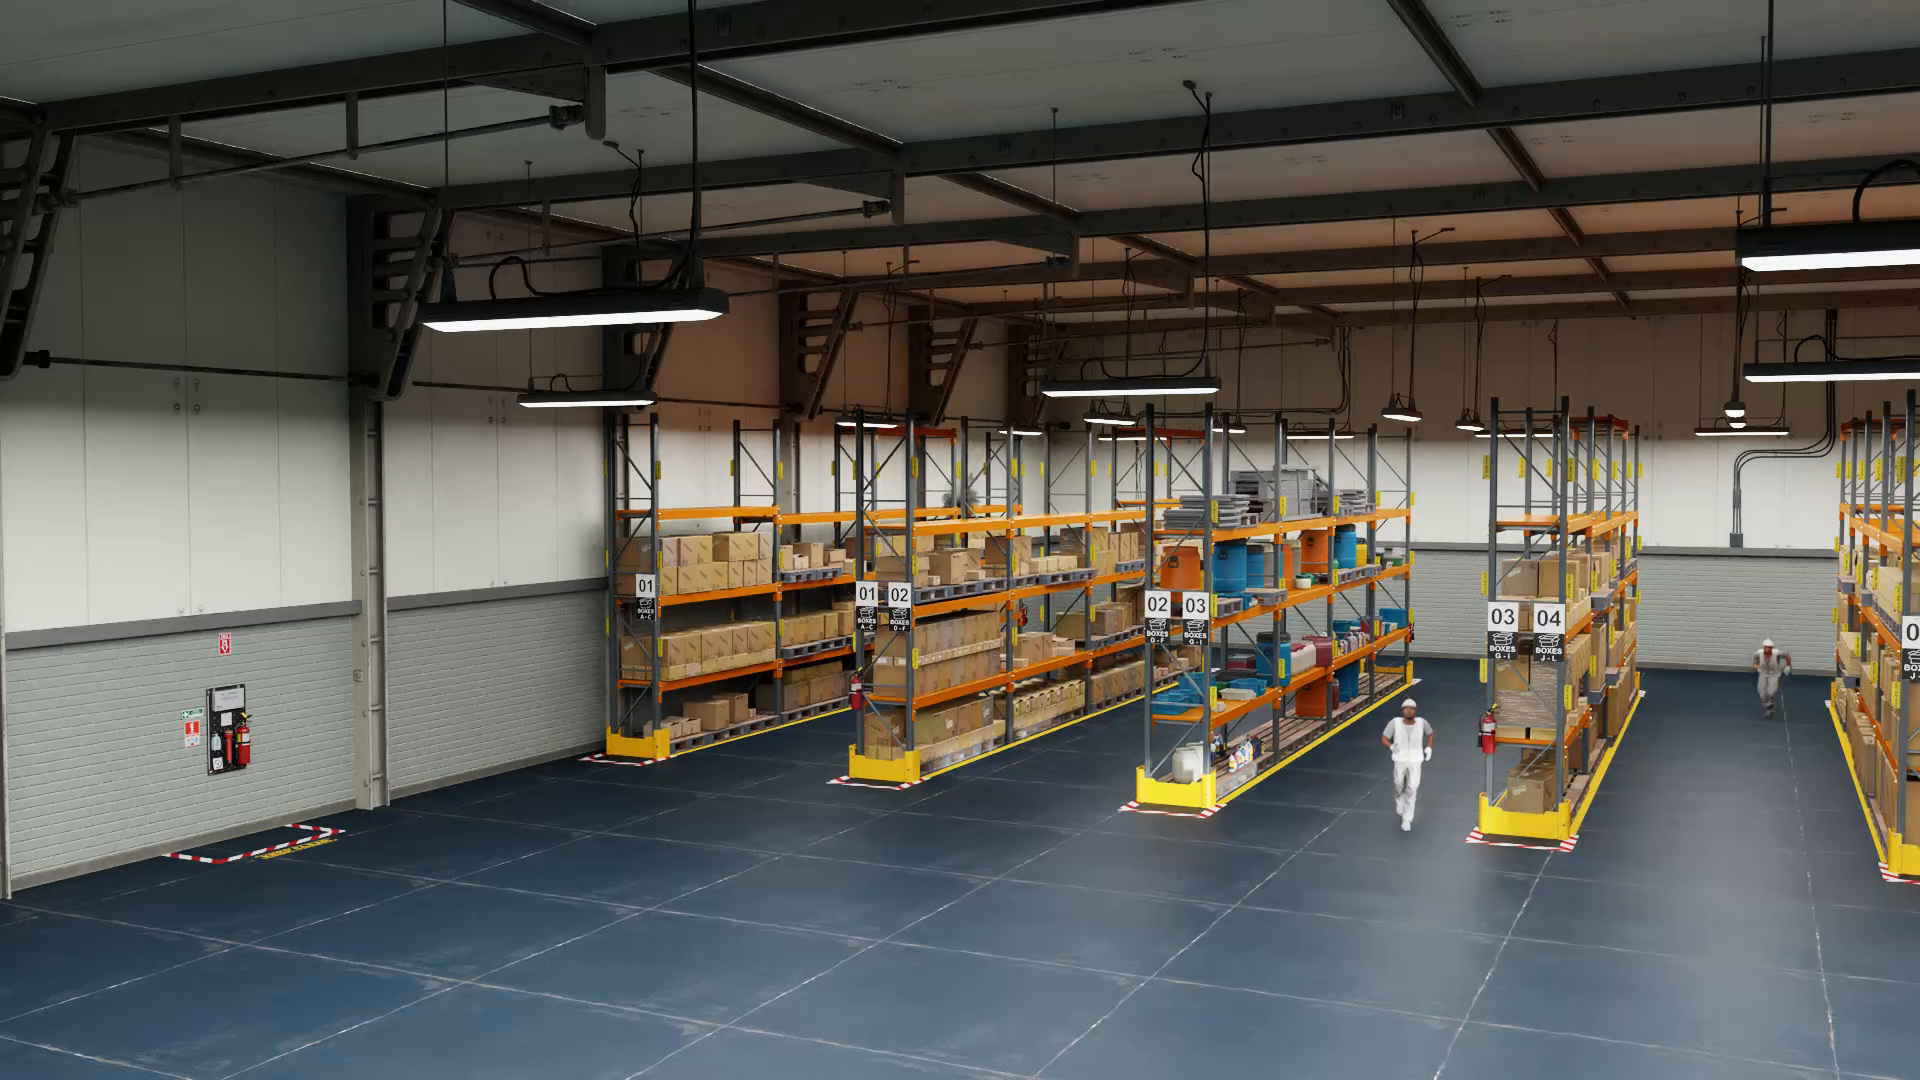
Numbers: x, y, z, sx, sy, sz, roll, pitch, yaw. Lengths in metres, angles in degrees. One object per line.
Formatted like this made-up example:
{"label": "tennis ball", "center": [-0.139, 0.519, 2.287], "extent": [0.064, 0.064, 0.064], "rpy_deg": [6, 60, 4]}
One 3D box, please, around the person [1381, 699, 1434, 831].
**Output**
{"label": "person", "center": [6.299, 3.123, 23.387], "extent": [0.727, 1.775, 0.934], "rpy_deg": [1, 2, 12]}

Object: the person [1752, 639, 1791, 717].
{"label": "person", "center": [16.334, 2.791, 33.491], "extent": [0.684, 1.619, 0.825], "rpy_deg": [1, 3, 32]}
